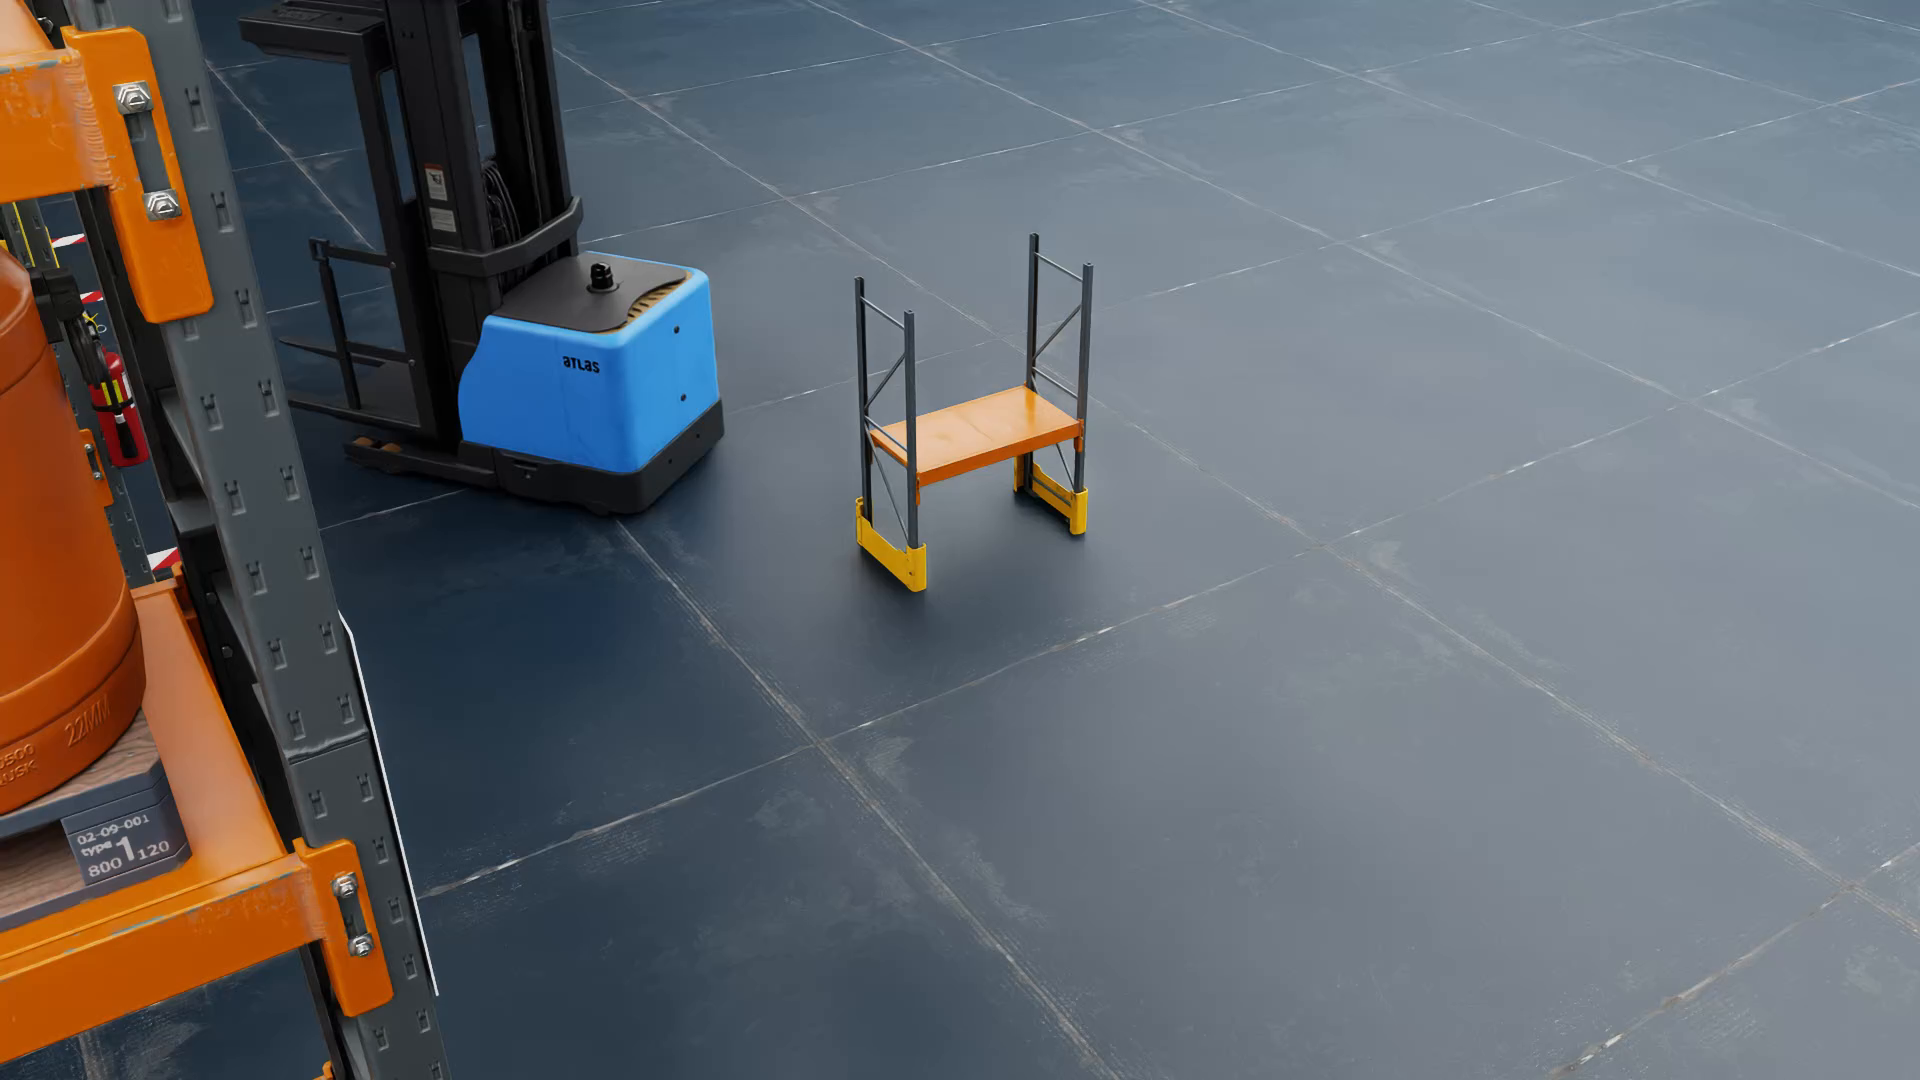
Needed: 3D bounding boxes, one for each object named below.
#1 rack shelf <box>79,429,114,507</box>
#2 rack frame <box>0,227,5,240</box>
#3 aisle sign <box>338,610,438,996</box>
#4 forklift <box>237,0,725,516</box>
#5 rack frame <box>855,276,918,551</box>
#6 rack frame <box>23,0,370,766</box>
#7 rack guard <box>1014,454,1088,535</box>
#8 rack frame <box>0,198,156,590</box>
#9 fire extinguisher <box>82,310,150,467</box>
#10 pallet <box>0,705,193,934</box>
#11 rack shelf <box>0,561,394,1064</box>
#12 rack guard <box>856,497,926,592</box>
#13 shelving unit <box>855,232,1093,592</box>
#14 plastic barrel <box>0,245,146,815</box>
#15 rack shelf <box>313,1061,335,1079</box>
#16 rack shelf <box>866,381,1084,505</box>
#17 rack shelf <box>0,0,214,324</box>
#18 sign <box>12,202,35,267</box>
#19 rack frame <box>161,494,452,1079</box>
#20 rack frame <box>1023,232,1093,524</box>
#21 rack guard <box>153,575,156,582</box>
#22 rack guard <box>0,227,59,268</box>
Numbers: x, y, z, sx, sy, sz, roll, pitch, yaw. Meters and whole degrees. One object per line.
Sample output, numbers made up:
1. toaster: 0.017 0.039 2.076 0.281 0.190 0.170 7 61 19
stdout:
1. rack shelf: -5.622 0.037 6.554 4.000 0.370 1.077 -19 37 -27
2. rack frame: -6.543 -3.099 10.851 0.127 3.000 1.000 -19 37 -27
3. aisle sign: -1.036 0.388 2.886 0.004 0.787 0.394 -19 37 -27
4. forklift: -2.925 -1.859 8.950 3.031 2.935 1.130 12 34 18
5. rack frame: -0.356 -0.512 8.156 0.032 1.500 0.500 -19 37 -27
6. rack frame: -1.257 -1.162 2.157 0.127 3.000 1.000 -19 37 -27
7. rack guard: 0.483 -0.272 8.946 0.087 0.250 0.587 -19 37 -27
8. rack frame: -3.941 -0.845 7.279 0.127 3.000 1.000 -19 37 -27
9. fire extinguisher: -3.595 -0.639 7.024 0.183 0.674 0.296 -19 37 -27
10. pallet: -2.005 0.382 2.698 1.213 0.211 1.003 -19 37 -27
11. rack shelf: -2.938 0.989 2.233 4.000 0.370 1.077 -19 37 -27
12. rack guard: -0.355 0.016 8.490 0.087 0.250 0.587 -19 37 -27
13. shelving unit: 0.064 -0.656 8.385 1.083 1.500 0.587 -19 37 -27
14. plastic barrel: -1.597 -0.055 2.418 0.708 0.830 0.600 -19 37 -27
15. rack shelf: -2.938 2.258 3.033 4.000 0.370 1.077 -19 37 -27
16. rack shelf: 0.072 -0.507 8.485 1.000 0.185 0.538 -19 37 -27
17. rack shelf: -2.938 -0.110 1.539 4.000 0.370 1.077 -19 37 -27
18. sign: -3.657 -1.214 6.482 0.005 0.325 0.100 -19 37 -27
19. rack frame: -1.257 1.376 3.758 0.127 3.000 1.000 -19 37 -27
20. rack frame: 0.499 -0.806 8.622 0.032 1.500 0.500 -19 37 -27
21. rack guard: -4.004 0.234 7.911 0.348 0.500 1.175 -19 37 -27
22. rack guard: -6.523 -2.049 11.529 0.348 0.500 1.175 -19 37 -27
